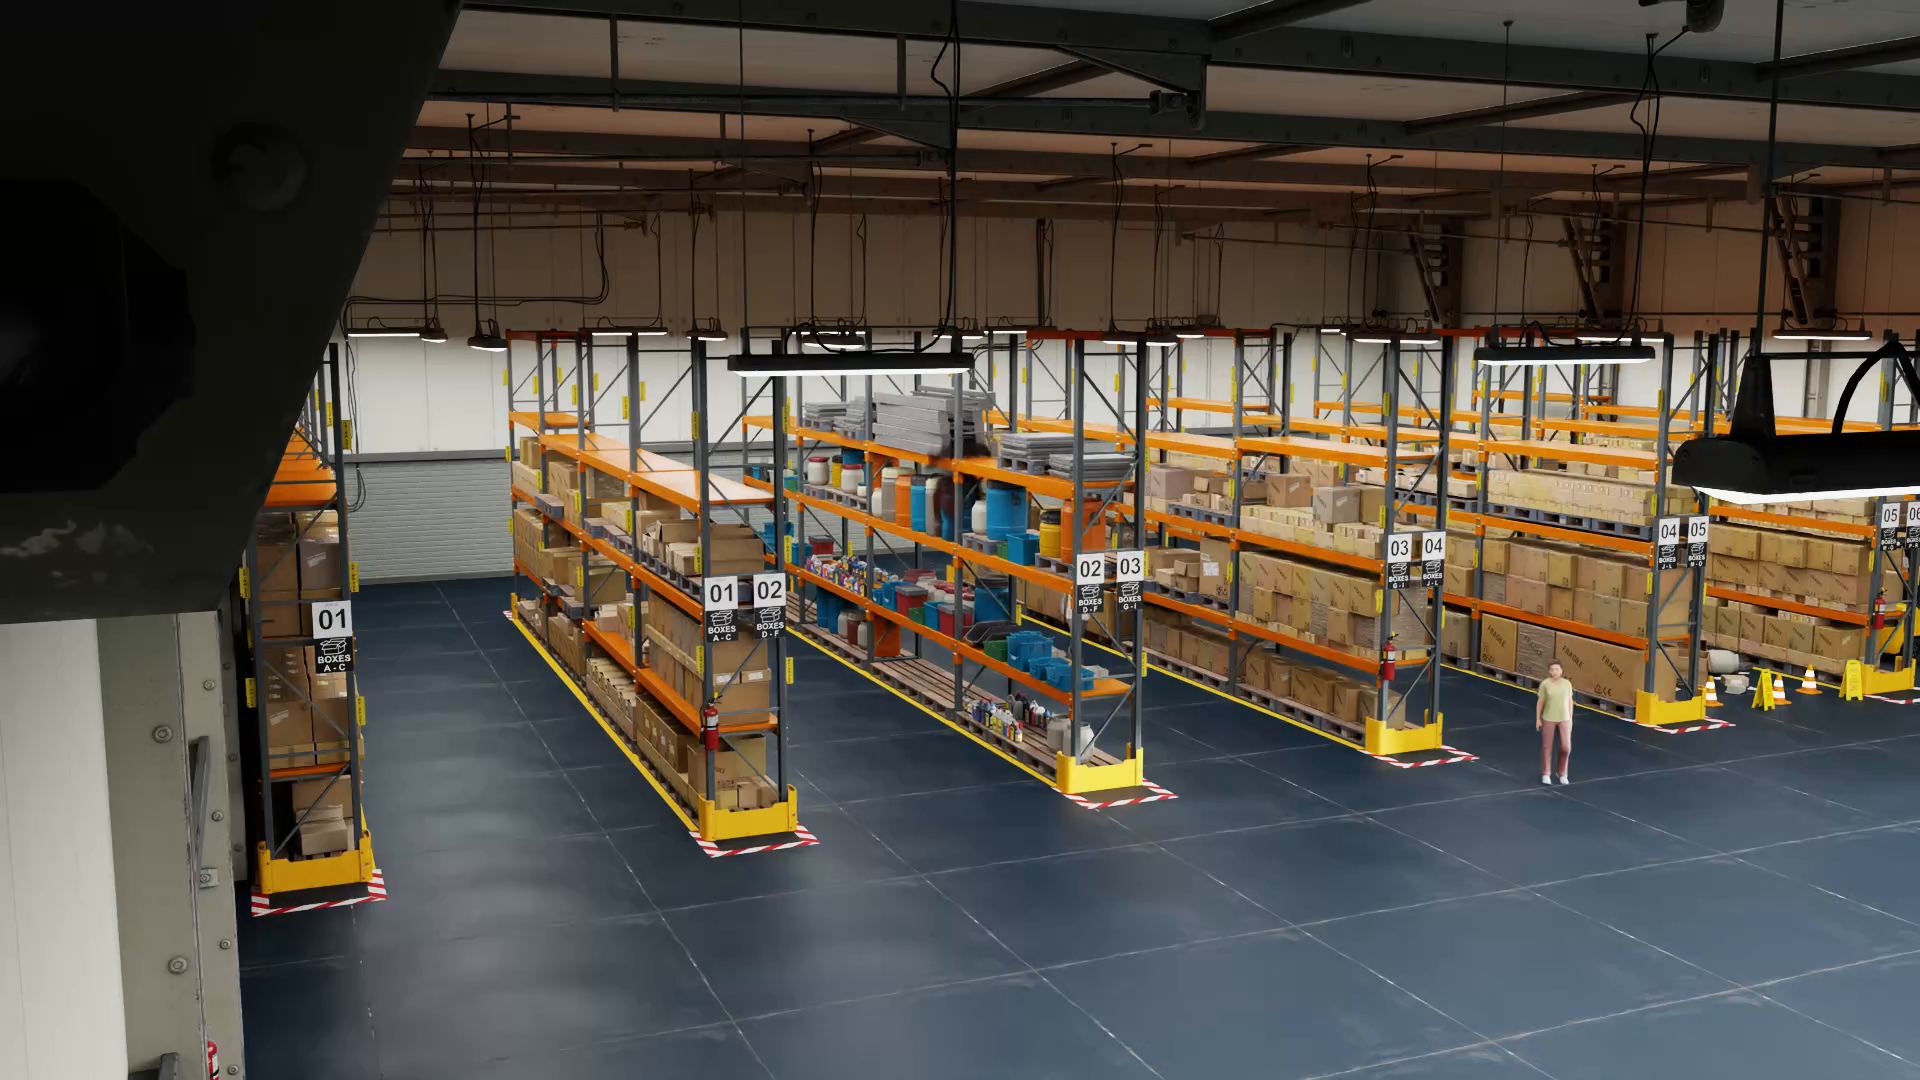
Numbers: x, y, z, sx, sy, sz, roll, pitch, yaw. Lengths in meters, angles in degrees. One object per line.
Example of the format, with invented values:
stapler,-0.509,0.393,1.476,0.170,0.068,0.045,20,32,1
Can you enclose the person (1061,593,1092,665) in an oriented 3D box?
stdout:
person,2.157,1.423,29.961,0.533,1.775,0.940,-3,8,-22

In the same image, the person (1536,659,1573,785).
person,8.031,2.461,22.483,0.479,1.700,0.383,2,8,11

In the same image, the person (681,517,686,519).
person,-6.306,0.376,37.699,0.676,1.788,0.893,-4,9,-27

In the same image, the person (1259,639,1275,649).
person,5.912,1.223,31.588,0.413,1.670,0.529,-2,8,-14
